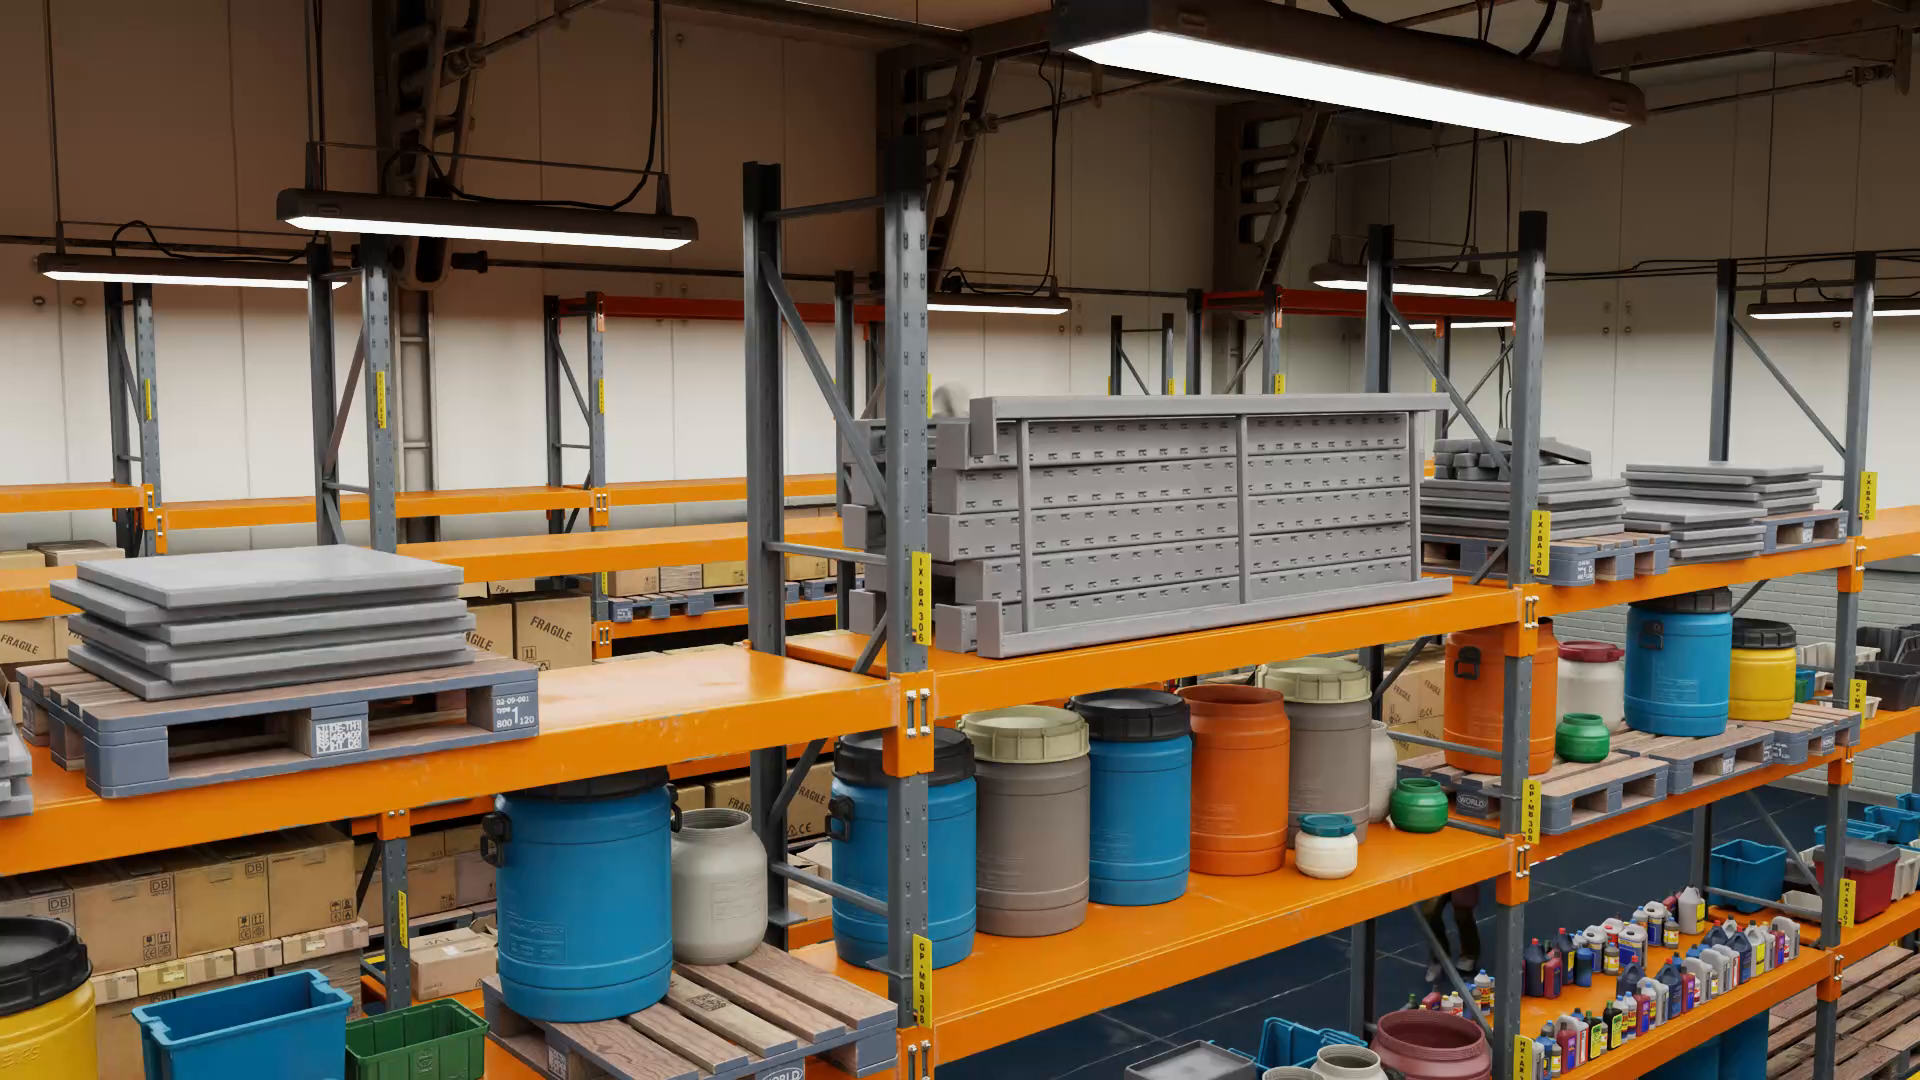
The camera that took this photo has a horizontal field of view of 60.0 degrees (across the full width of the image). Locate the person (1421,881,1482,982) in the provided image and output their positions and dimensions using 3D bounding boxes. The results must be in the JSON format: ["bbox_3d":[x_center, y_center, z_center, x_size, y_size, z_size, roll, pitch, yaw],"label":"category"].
[{"bbox_3d":[4.254,2.916,14.328,0.685,1.837,0.777,5,8,45],"label":"person"}]
